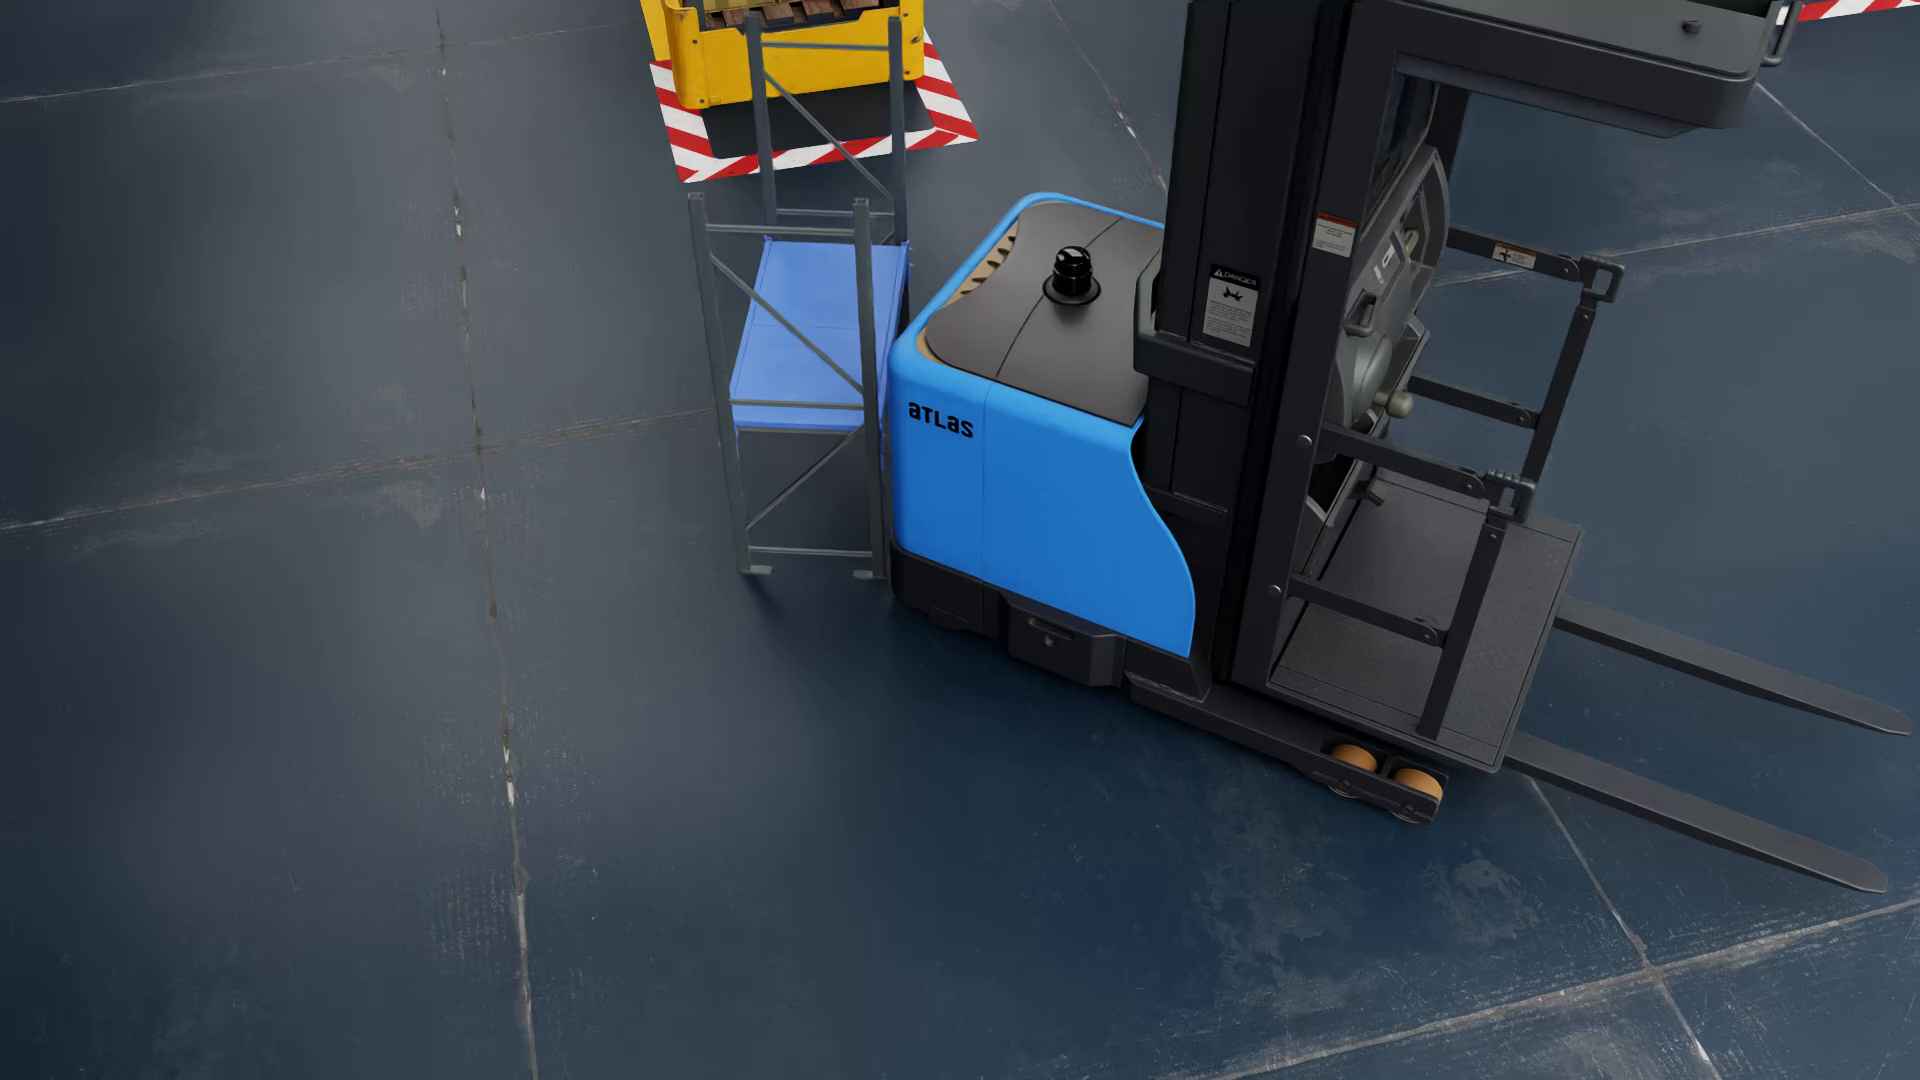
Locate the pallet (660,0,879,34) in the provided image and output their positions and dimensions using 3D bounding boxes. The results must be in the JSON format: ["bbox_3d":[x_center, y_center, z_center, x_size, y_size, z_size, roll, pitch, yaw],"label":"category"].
[{"bbox_3d":[-1.007,-2.820,8.366,1.003,0.211,1.213,-11,47,-10],"label":"pallet"}]

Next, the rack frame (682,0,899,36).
[{"bbox_3d":[-0.771,-3.275,6.860,1.000,3.000,0.127,-11,47,-10],"label":"rack frame"}]

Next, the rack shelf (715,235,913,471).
[{"bbox_3d":[-0.467,-0.650,5.588,0.538,0.185,1.000,3,46,3],"label":"rack shelf"}]

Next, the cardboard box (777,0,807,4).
[{"bbox_3d":[-0.693,-2.871,8.095,0.500,0.250,0.500,-11,47,-10],"label":"cardboard box"}]

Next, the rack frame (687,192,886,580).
[{"bbox_3d":[-0.500,-0.413,5.105,0.500,1.500,0.032,3,46,3],"label":"rack frame"}]

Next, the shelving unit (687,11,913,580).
[{"bbox_3d":[-0.467,-0.776,5.460,0.538,1.500,1.048,3,46,3],"label":"shelving unit"}]

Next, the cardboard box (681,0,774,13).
[{"bbox_3d":[-1.194,-2.776,8.002,0.500,0.250,0.500,-11,47,-10],"label":"cardboard box"}]

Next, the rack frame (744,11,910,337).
[{"bbox_3d":[-0.435,-1.138,5.815,0.500,1.500,0.032,3,46,3],"label":"rack frame"}]

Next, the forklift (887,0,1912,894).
[{"bbox_3d":[1.319,-0.626,4.312,3.031,2.935,1.130,21,49,19],"label":"forklift"}]

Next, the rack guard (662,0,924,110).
[{"bbox_3d":[-0.765,-2.384,7.736,1.175,0.500,0.348,-11,47,-10],"label":"rack guard"}]
